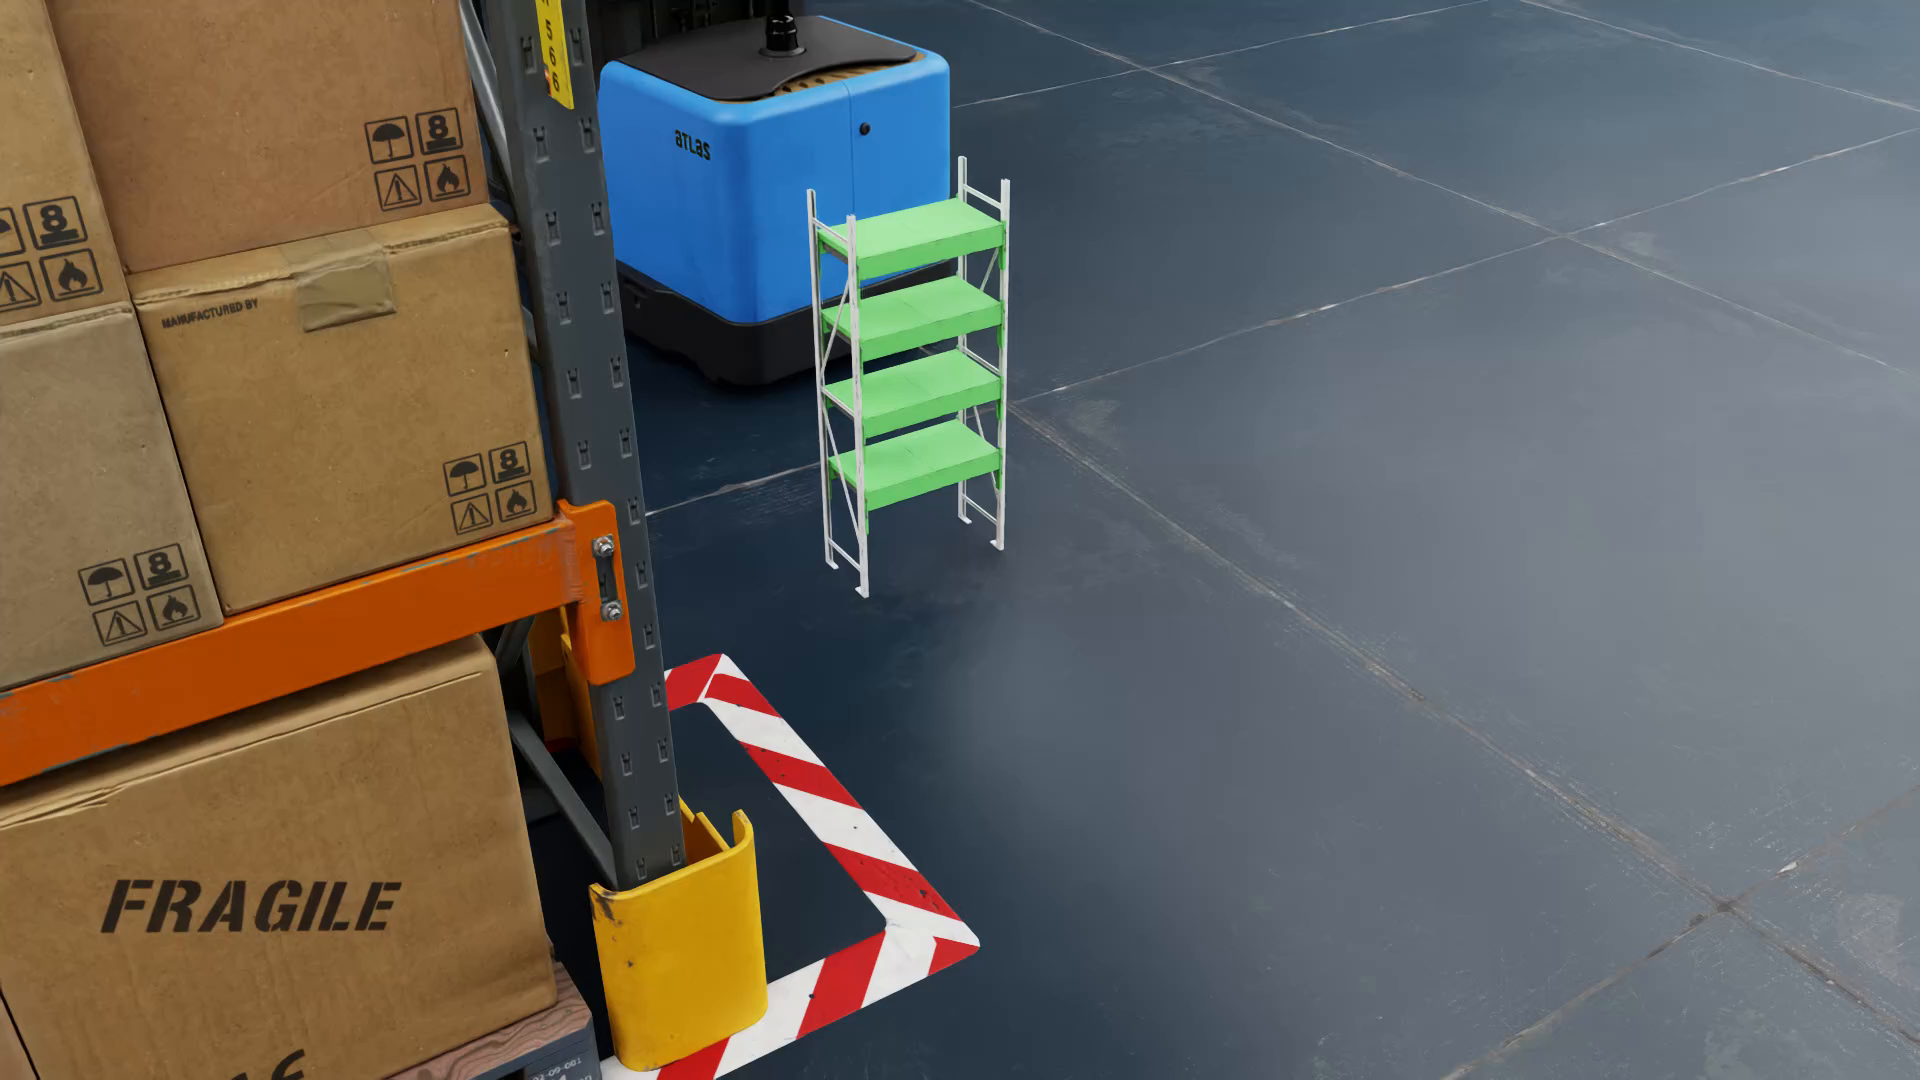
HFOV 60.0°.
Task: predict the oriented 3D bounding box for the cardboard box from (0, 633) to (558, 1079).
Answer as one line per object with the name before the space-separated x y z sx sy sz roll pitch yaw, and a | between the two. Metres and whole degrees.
cardboard box | -1.410 0.501 3.242 0.875 0.875 0.875 -19 37 -27

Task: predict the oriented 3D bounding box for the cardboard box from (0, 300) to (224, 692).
cardboard box | -1.614 -0.213 2.635 0.550 0.550 0.875 -19 37 -27

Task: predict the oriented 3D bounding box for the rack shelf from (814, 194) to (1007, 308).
rack shelf | -0.139 -0.812 4.632 0.480 0.148 0.258 -19 37 -27

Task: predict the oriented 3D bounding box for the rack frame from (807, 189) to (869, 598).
rack frame | -0.344 -0.389 4.742 0.015 1.200 0.240 -19 37 -27

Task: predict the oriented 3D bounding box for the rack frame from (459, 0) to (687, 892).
rack frame | -0.876 -0.446 3.145 0.127 3.000 1.000 -19 37 -27

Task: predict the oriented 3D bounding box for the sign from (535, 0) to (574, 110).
sign | -0.593 -0.788 2.381 0.005 0.325 0.100 -19 37 -27

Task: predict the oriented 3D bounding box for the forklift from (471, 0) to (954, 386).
forklift | -1.373 -2.501 6.468 1.130 2.935 3.031 -25 40 -34

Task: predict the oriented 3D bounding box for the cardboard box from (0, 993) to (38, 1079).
cardboard box | -2.148 0.756 2.837 0.875 0.875 0.875 -20 37 -28

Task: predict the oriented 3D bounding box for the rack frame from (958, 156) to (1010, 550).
rack frame | 0.066 -0.530 4.966 0.015 1.200 0.240 -19 37 -27

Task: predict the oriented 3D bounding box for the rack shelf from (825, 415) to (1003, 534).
rack shelf | -0.139 -0.203 5.016 0.480 0.148 0.258 -19 37 -27

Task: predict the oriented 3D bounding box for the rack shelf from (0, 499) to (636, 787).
rack shelf | -2.557 0.437 2.420 4.000 0.370 1.077 -19 37 -27

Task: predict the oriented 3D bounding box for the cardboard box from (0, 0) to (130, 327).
cardboard box | -1.621 -0.675 2.357 0.550 0.550 0.875 -19 37 -27

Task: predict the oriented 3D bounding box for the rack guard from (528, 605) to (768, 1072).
rack guard | -0.856 0.605 3.823 0.348 0.500 1.175 -19 37 -27

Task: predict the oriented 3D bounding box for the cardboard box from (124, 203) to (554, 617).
cardboard box | -1.163 -0.381 2.902 0.550 0.550 0.875 -19 37 -27

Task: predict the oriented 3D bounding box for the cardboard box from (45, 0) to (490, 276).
cardboard box | -1.209 -0.876 2.674 0.550 0.550 0.875 -19 37 -27

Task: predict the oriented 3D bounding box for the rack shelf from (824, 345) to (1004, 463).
rack shelf | -0.139 -0.406 4.888 0.480 0.148 0.258 -19 37 -27

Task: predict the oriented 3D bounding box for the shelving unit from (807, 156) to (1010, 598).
shelving unit | -0.139 -0.460 4.854 0.503 1.200 0.258 -19 37 -27

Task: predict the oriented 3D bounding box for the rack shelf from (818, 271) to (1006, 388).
rack shelf | -0.139 -0.609 4.760 0.480 0.148 0.258 -19 37 -27

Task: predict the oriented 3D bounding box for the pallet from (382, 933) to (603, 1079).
pallet | -1.505 1.000 3.467 1.213 0.211 1.003 -19 37 -27
